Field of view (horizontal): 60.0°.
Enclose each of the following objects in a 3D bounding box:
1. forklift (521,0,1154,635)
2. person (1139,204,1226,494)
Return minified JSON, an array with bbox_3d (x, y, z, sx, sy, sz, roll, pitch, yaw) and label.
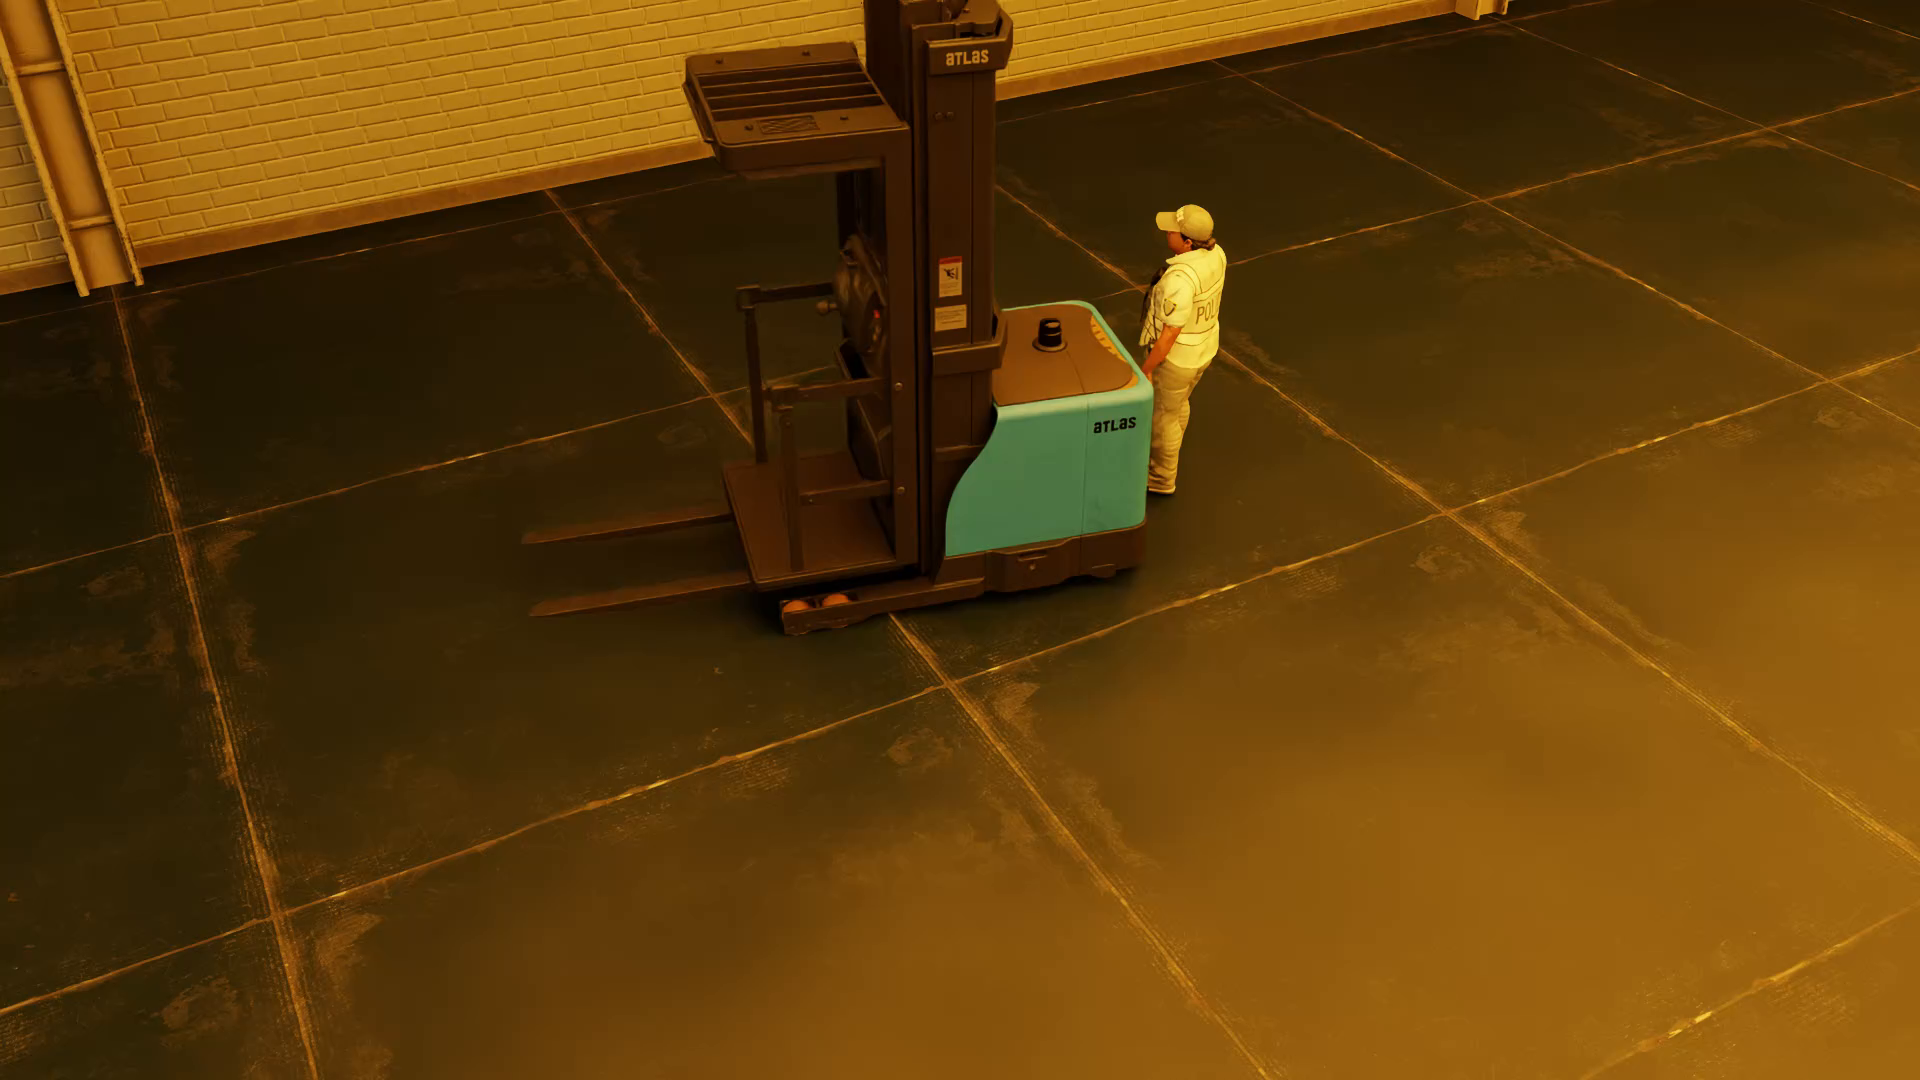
[{"bbox_3d":[-0.642,-1.077,7.647,3.031,2.935,1.130,-9,36,-13],"label":"forklift"},{"bbox_3d":[1.062,-0.997,8.617,0.529,1.670,0.599,20,40,26],"label":"person"}]
